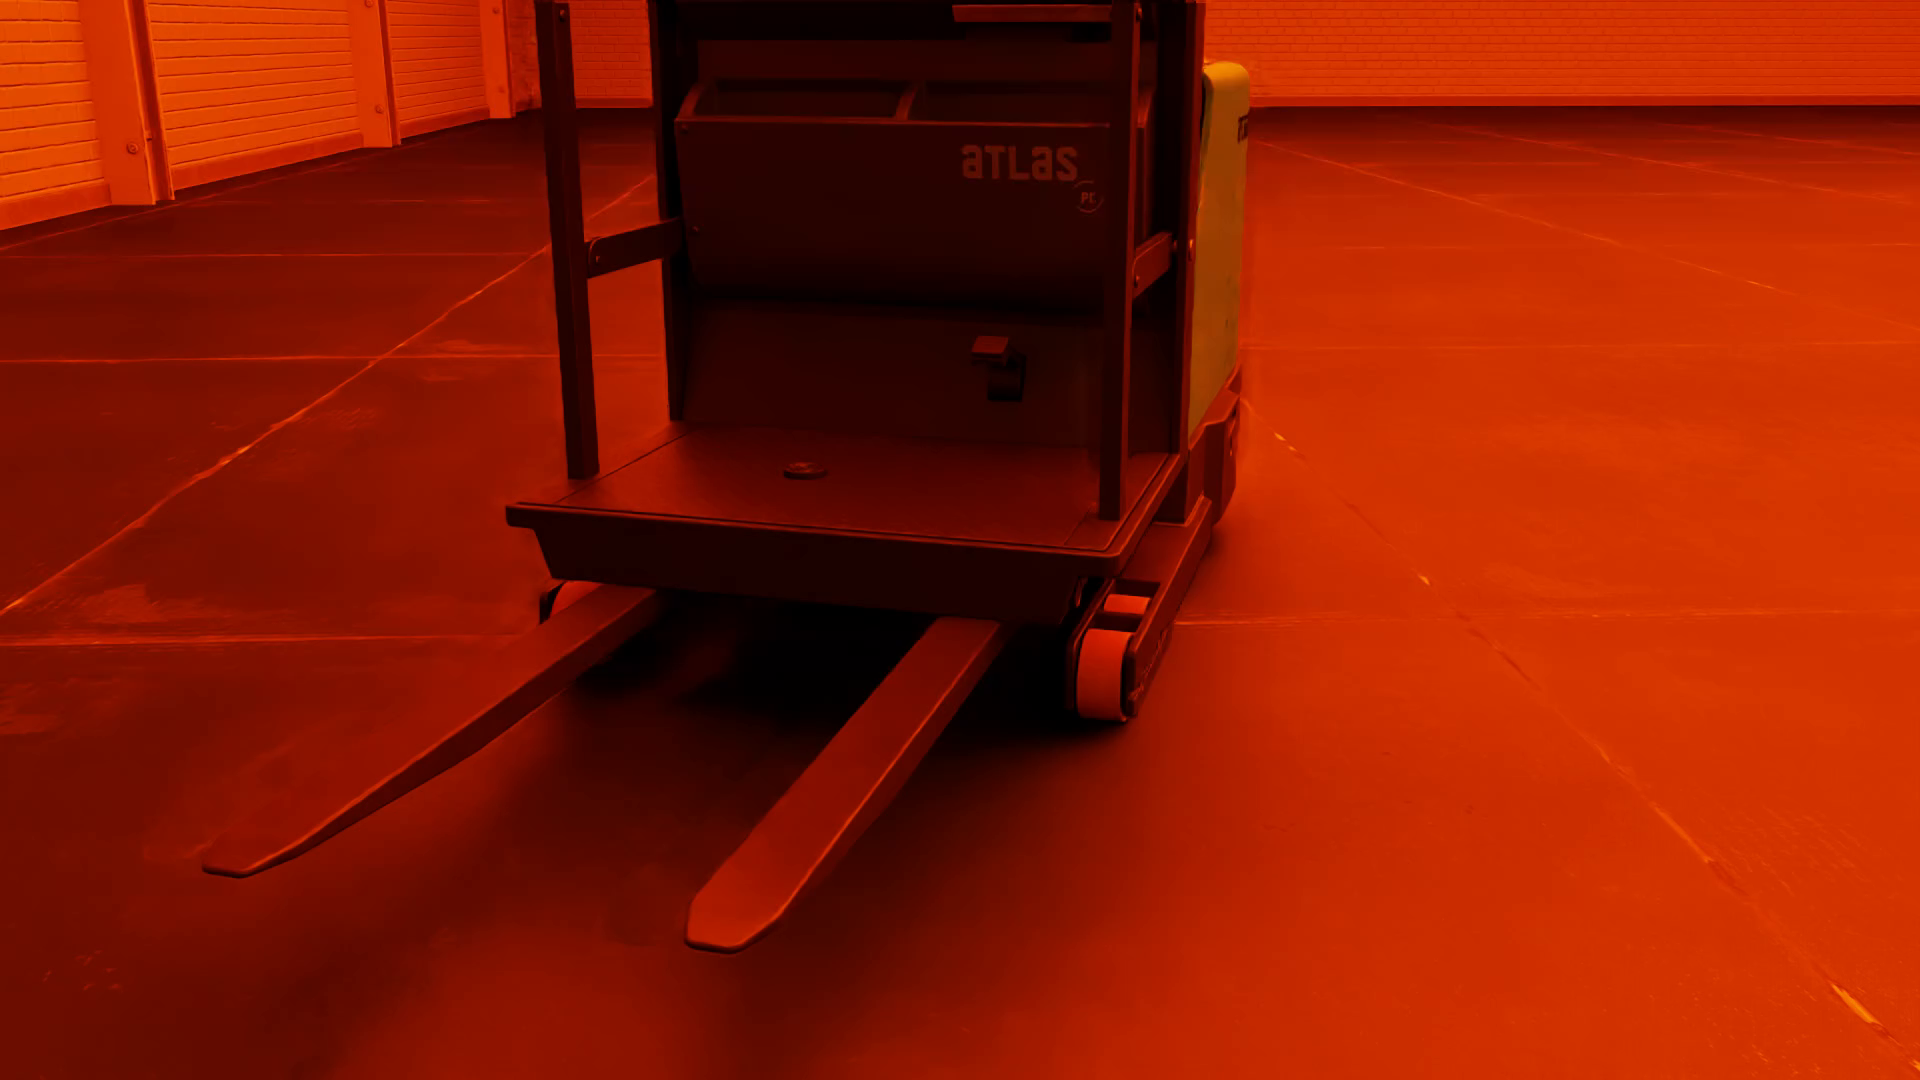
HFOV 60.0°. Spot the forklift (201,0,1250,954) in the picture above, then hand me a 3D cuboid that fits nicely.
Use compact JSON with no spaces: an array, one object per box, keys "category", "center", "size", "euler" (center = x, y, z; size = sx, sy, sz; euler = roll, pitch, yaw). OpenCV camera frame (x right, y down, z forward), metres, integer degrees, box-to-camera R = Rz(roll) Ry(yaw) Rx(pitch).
[{"category":"forklift","center":[-0.148,-1.210,2.863],"size":[1.130,2.935,3.031],"euler":[5,18,15]}]
